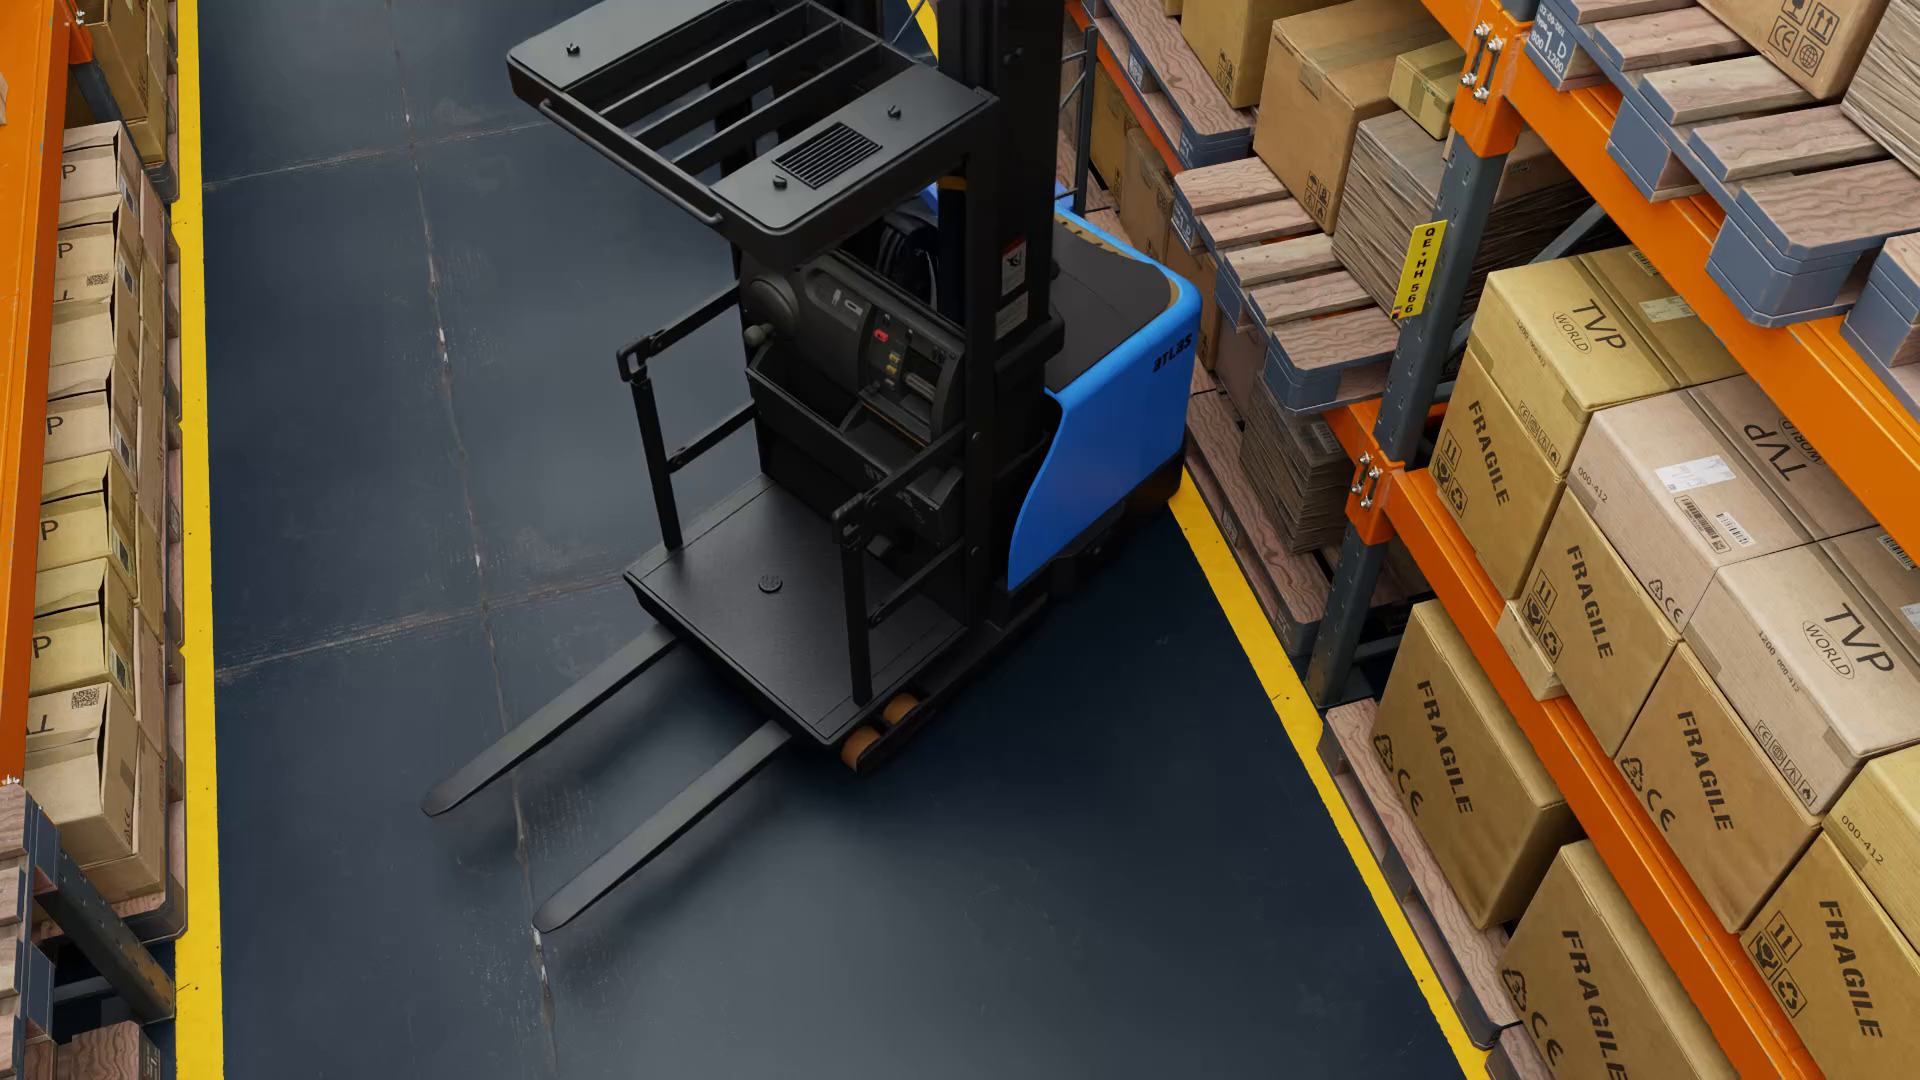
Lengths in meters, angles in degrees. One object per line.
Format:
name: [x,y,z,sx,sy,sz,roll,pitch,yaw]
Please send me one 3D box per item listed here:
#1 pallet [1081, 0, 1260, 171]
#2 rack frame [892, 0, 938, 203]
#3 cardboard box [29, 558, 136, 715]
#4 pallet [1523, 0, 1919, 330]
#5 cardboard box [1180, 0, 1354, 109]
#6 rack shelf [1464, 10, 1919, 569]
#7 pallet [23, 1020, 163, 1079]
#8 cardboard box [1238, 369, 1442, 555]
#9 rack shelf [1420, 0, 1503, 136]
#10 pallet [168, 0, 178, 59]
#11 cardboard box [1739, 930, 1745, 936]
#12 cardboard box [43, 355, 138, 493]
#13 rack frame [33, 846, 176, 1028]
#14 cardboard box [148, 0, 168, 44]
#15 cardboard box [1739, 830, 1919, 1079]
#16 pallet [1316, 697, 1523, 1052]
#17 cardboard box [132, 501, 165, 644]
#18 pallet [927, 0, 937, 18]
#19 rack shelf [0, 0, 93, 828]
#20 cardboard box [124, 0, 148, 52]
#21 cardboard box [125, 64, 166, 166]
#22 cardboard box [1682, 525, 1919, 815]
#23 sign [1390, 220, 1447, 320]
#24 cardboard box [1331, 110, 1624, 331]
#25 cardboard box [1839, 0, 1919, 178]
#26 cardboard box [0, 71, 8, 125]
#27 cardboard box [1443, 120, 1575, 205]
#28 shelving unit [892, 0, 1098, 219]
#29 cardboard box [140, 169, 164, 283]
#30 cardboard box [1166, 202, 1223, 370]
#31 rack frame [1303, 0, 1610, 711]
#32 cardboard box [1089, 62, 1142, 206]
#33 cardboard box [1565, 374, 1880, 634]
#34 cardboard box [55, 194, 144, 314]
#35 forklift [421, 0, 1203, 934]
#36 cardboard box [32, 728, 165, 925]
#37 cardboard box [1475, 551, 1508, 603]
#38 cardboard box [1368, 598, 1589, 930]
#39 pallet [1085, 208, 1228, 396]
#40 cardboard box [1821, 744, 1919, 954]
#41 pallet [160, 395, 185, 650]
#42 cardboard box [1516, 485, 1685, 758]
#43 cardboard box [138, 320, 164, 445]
pallet: [1.129,-1.881,6.289,1.003,0.211,1.213,-13,51,-11]
rack frame: [-0.198,-2.023,7.264,0.500,1.500,0.032,-23,53,-18]
cardboard box: [-3.015,0.355,5.435,0.500,0.311,0.500,-14,51,-12]
pallet: [1.995,-0.954,3.544,1.213,0.211,1.003,-11,51,-9]
cardboard box: [1.215,-1.927,5.849,0.700,0.500,0.500,-13,51,-11]
rack shelf: [2.345,0.219,2.902,1.077,0.370,4.000,-13,51,-11]
pallet: [-2.793,2.069,4.658,1.003,0.211,1.213,-13,51,-11]
cardboard box: [1.491,-0.357,6.226,0.700,0.500,0.500,-13,51,-10]
rack shelf: [1.162,-2.702,5.365,1.077,0.370,4.000,-13,51,-11]
pallet: [-4.720,-2.890,8.838,1.003,0.211,1.213,-13,51,-11]
cardboard box: [2.037,0.794,4.060,0.380,0.149,0.250,-13,51,-10]
cardboard box: [-3.317,-0.393,6.066,0.500,0.311,0.500,-14,51,-11]
rack frame: [-2.978,0.616,4.058,1.000,3.000,0.127,-13,51,-11]
cardboard box: [-4.294,-2.694,8.373,0.500,0.250,0.500,-13,51,-11]
cardboard box: [2.106,0.897,3.548,0.500,0.500,0.500,-12,51,-10]
pallet: [1.915,0.985,5.571,1.003,0.211,1.213,-13,51,-11]
cardboard box: [-3.161,0.173,5.956,0.500,0.250,0.500,-15,51,-12]
pallet: [0.338,-3.012,8.941,1.003,0.211,1.213,-13,51,-11]
rack shelf: [-3.569,-0.613,5.565,1.077,0.370,4.000,-13,51,-11]
cardboard box: [-4.154,-2.569,7.777,0.500,0.500,0.500,-13,51,-11]
cardboard box: [-4.008,-1.962,7.755,0.500,0.250,0.500,-13,51,-11]
cardboard box: [1.953,0.264,3.592,0.500,0.250,0.500,-13,51,-11]
sign: [1.238,-0.725,4.483,0.100,0.325,0.005,-13,51,-11]
cardboard box: [1.605,-1.022,5.086,0.700,0.500,0.500,-19,52,-15]
cardboard box: [2.159,-0.931,3.048,0.700,0.500,0.500,-16,52,-13]
cardboard box: [-3.725,-1.662,6.066,0.396,0.266,0.258,-14,51,-12]
cardboard box: [1.623,-1.135,4.757,0.380,0.149,0.250,-19,53,-16]
shelving unit: [0.045,-1.682,6.976,0.538,1.500,1.048,-23,53,-18]
cardboard box: [-3.761,-1.317,7.212,0.500,0.250,0.500,-14,51,-11]
cardboard box: [1.275,-1.116,6.866,0.700,0.500,0.500,-14,51,-11]
rack frame: [1.753,-0.507,5.005,1.000,3.000,0.127,-13,51,-11]
cardboard box: [1.005,-1.864,7.497,0.700,0.500,0.500,-14,51,-12]
cardboard box: [1.801,-0.101,3.899,0.500,0.250,0.500,-14,51,-11]
cardboard box: [-3.607,-1.126,6.684,0.500,0.311,0.500,-12,51,-10]
forklift: [-0.501,-0.579,5.111,1.130,2.935,3.031,36,59,26]
cardboard box: [-2.852,0.918,5.328,0.500,0.250,0.500,-13,51,-11]
cardboard box: [1.696,0.047,4.690,0.380,0.149,0.250,-13,51,-10]
cardboard box: [1.846,0.618,5.189,0.750,0.750,0.750,-14,51,-11]
pallet: [1.167,-1.068,7.302,1.003,0.211,1.213,-13,51,-11]
cardboard box: [2.110,0.635,3.279,0.500,0.250,0.500,-14,51,-12]
pallet: [-3.541,0.015,6.389,1.003,0.211,1.213,-13,51,-11]
cardboard box: [1.799,0.156,4.173,0.500,0.500,0.500,-12,51,-10]
cardboard box: [-3.461,-0.574,6.585,0.500,0.250,0.500,-12,51,-10]
